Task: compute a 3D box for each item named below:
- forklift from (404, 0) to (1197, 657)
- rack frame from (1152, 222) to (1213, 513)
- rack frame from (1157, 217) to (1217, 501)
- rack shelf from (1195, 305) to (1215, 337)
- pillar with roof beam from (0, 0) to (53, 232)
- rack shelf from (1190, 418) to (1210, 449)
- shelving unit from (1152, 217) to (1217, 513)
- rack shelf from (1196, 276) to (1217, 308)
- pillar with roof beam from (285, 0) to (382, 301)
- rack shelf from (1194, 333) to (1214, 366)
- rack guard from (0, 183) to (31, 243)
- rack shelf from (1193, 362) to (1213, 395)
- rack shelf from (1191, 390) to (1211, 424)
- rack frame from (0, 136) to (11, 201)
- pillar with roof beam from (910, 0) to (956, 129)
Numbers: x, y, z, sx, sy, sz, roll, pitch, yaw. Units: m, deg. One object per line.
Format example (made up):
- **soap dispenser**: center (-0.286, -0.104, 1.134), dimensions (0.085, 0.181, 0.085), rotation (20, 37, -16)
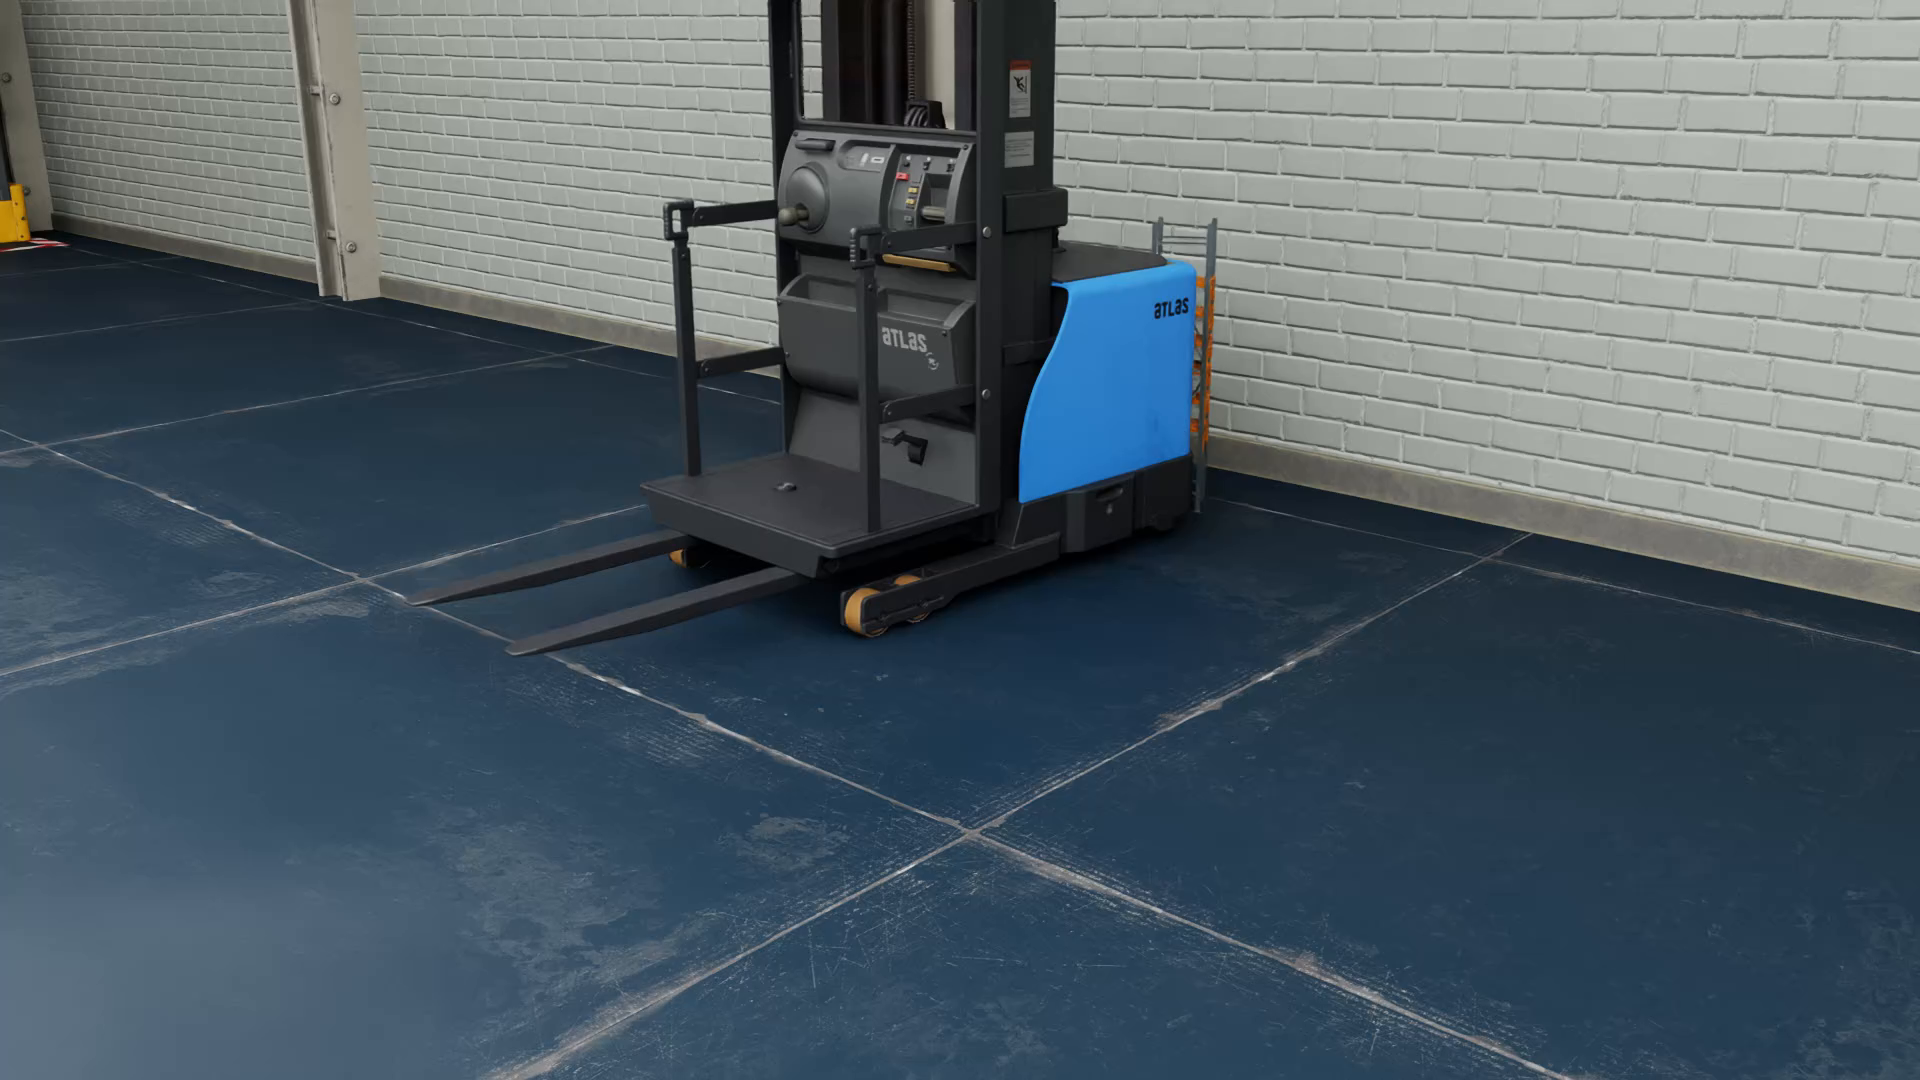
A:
- **forklift**: center (-0.458, -1.245, 5.689), dimensions (3.031, 2.935, 1.130), rotation (-17, 24, -42)
- **rack frame**: center (0.888, -0.694, 6.814), dimensions (0.240, 1.200, 0.006), rotation (4, 18, 13)
- **rack frame**: center (0.932, -0.747, 6.983), dimensions (0.240, 1.200, 0.006), rotation (4, 18, 13)
- **rack shelf**: center (0.910, -0.907, 6.840), dimensions (0.258, 0.103, 0.180), rotation (4, 18, 13)
- **pillar with roof beam**: center (-11.845, -6.328, 11.674), dimensions (0.400, 9.000, 9.100), rotation (15, 23, 39)
- **rack shelf**: center (0.910, -0.450, 6.985), dimensions (0.258, 0.103, 0.180), rotation (4, 18, 13)
- **shelving unit**: center (0.910, -0.721, 6.899), dimensions (0.258, 1.200, 0.189), rotation (4, 18, 13)
- **rack shelf**: center (0.910, -1.021, 6.803), dimensions (0.258, 0.103, 0.180), rotation (4, 18, 13)
- **pillar with roof beam**: center (-7.358, -5.123, 7.878), dimensions (0.400, 9.000, 9.100), rotation (15, 23, 39)
- **rack shelf**: center (0.910, -0.793, 6.876), dimensions (0.258, 0.103, 0.180), rotation (4, 18, 13)
- **rack guard**: center (-9.047, -2.902, 14.931), dimensions (0.348, 0.500, 1.175), rotation (15, 23, 39)
- **rack shelf**: center (0.910, -0.678, 6.912), dimensions (0.258, 0.103, 0.180), rotation (4, 18, 13)
- **rack shelf**: center (0.910, -0.564, 6.949), dimensions (0.258, 0.103, 0.180), rotation (4, 18, 13)
- **rack frame**: center (-9.065, -4.099, 14.568), dimensions (0.127, 3.000, 1.000), rotation (15, 23, 39)
- **pillar with roof beam**: center (-2.870, -3.918, 4.082), dimensions (0.400, 9.000, 9.100), rotation (15, 23, 39)
